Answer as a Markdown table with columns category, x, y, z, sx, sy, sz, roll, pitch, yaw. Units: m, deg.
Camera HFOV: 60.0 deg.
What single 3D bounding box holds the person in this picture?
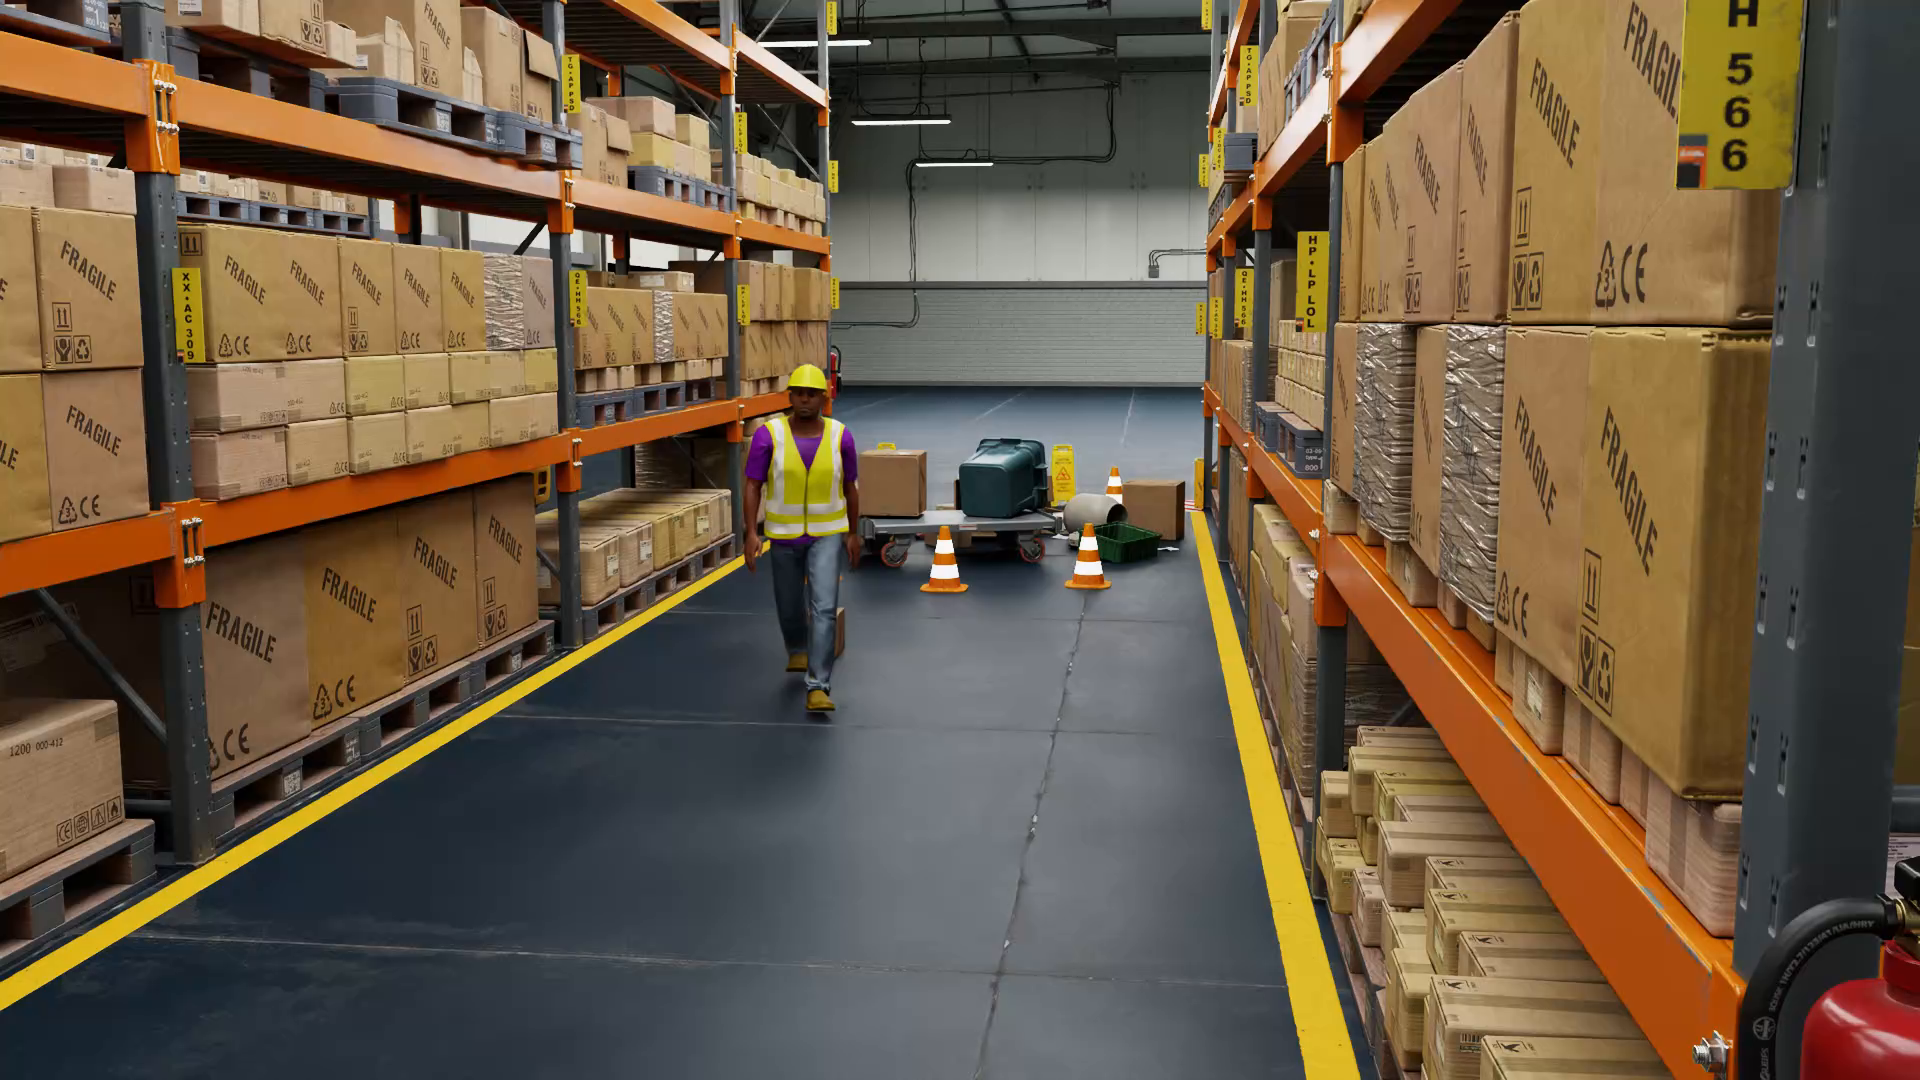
| category | x | y | z | sx | sy | sz | roll | pitch | yaw |
| --- | --- | --- | --- | --- | --- | --- | --- | --- | --- |
| person | -0.805 | -0.033 | 8.511 | 0.594 | 1.729 | 1.025 | -1 | 8 | -5 |
